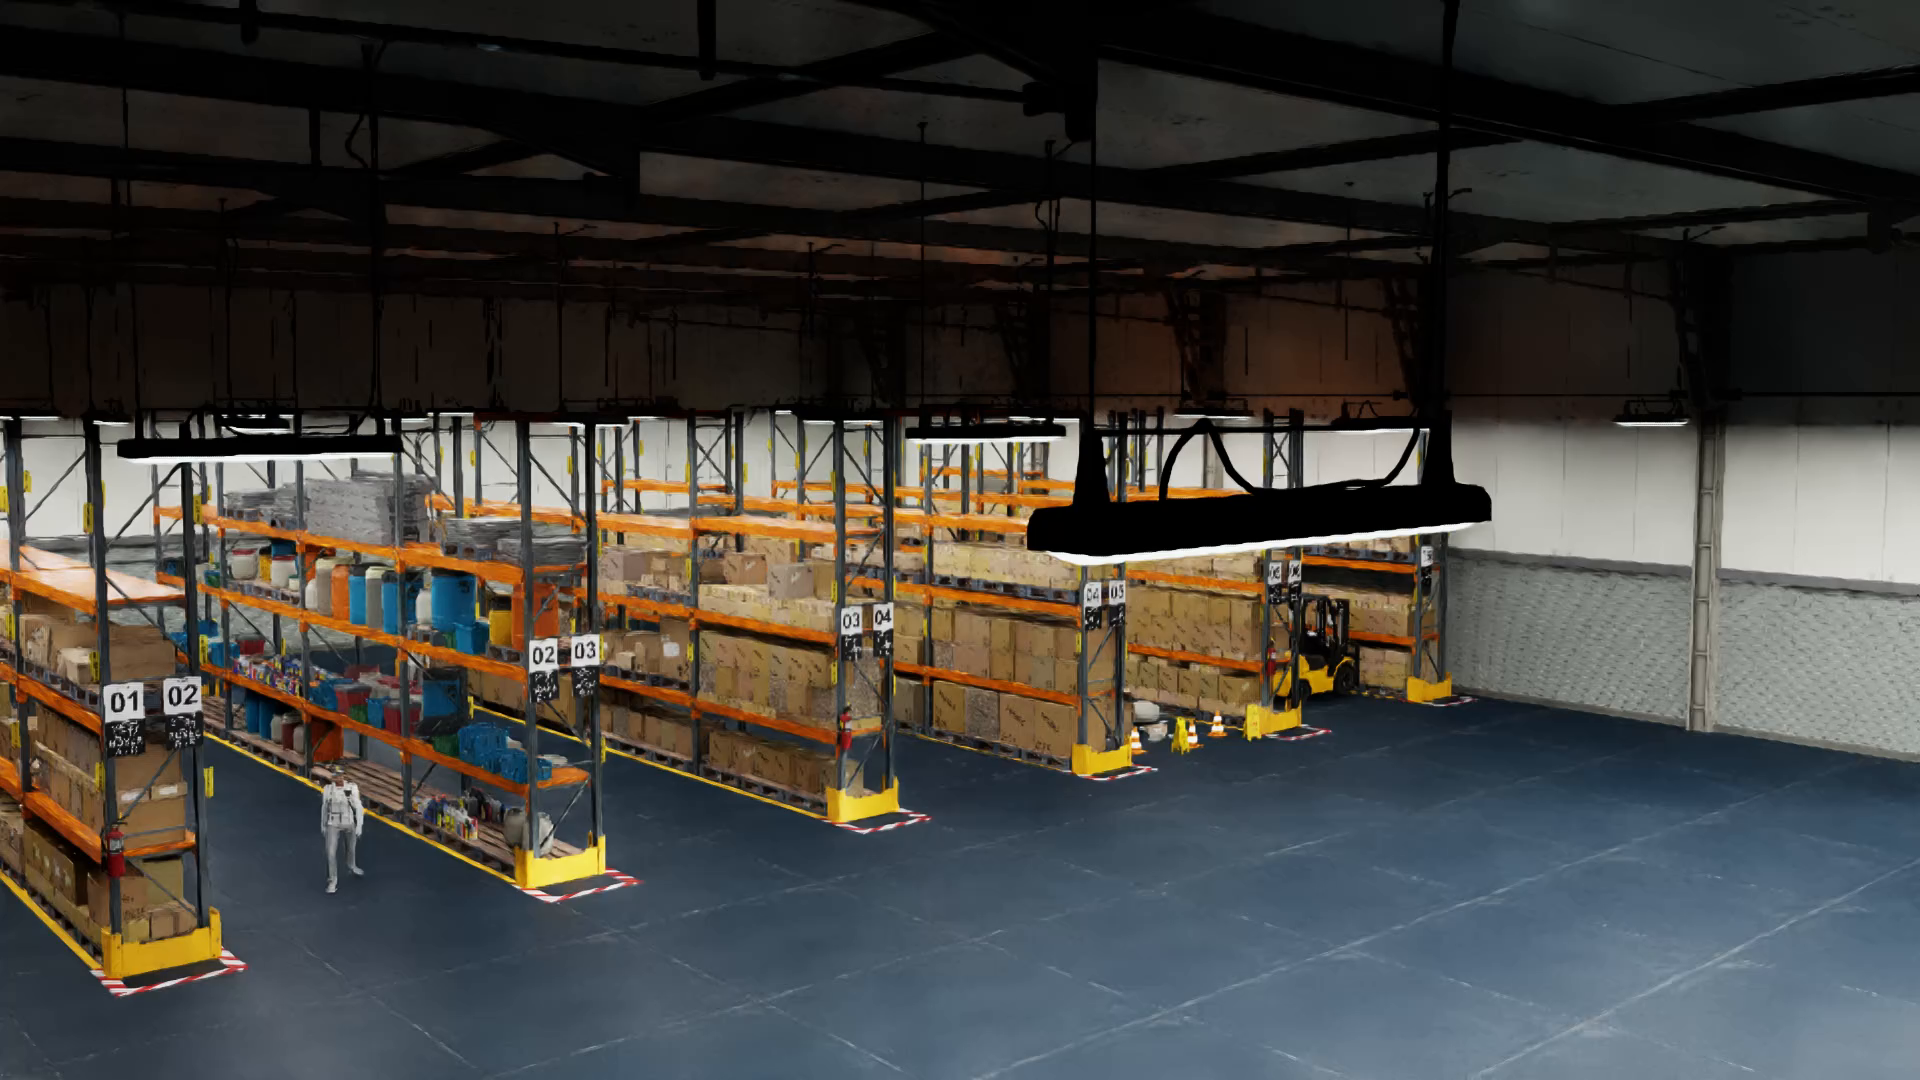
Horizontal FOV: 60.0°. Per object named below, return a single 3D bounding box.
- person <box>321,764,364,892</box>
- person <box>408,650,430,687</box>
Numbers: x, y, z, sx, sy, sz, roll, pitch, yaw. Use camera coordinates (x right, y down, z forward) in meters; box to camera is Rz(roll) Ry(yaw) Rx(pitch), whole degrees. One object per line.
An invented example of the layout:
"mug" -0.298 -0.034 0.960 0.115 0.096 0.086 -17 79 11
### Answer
"person" -7.950 3.644 21.391 0.521 1.614 0.919 -2 5 -20
"person" -11.122 2.548 33.907 0.639 1.631 0.508 -5 7 -43
